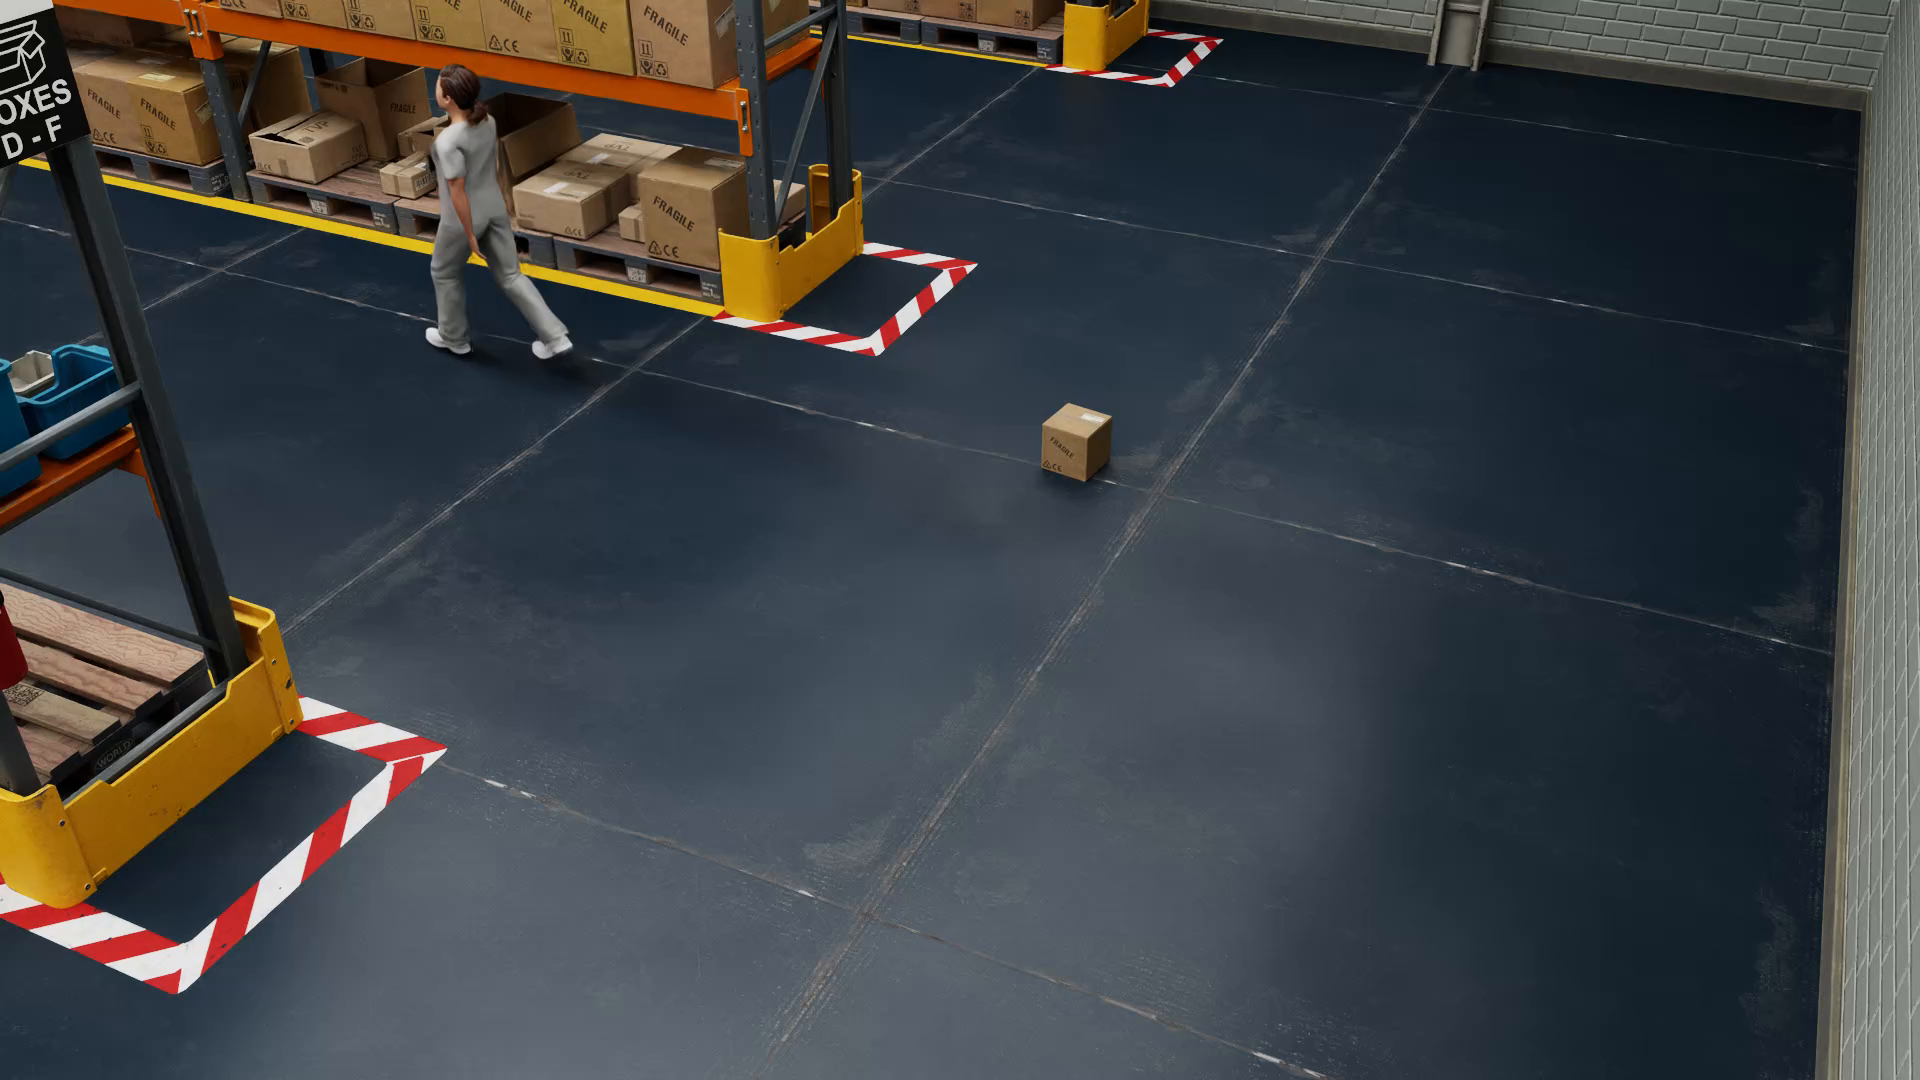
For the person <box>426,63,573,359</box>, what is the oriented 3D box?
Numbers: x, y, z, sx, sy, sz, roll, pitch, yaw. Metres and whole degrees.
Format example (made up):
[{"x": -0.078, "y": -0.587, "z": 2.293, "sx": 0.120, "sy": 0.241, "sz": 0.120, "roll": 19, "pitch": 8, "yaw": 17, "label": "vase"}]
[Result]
[{"x": -2.510, "y": -1.667, "z": 8.652, "sx": 0.981, "sy": 1.606, "sz": 0.434, "roll": 19, "pitch": 38, "yaw": 26, "label": "person"}]
